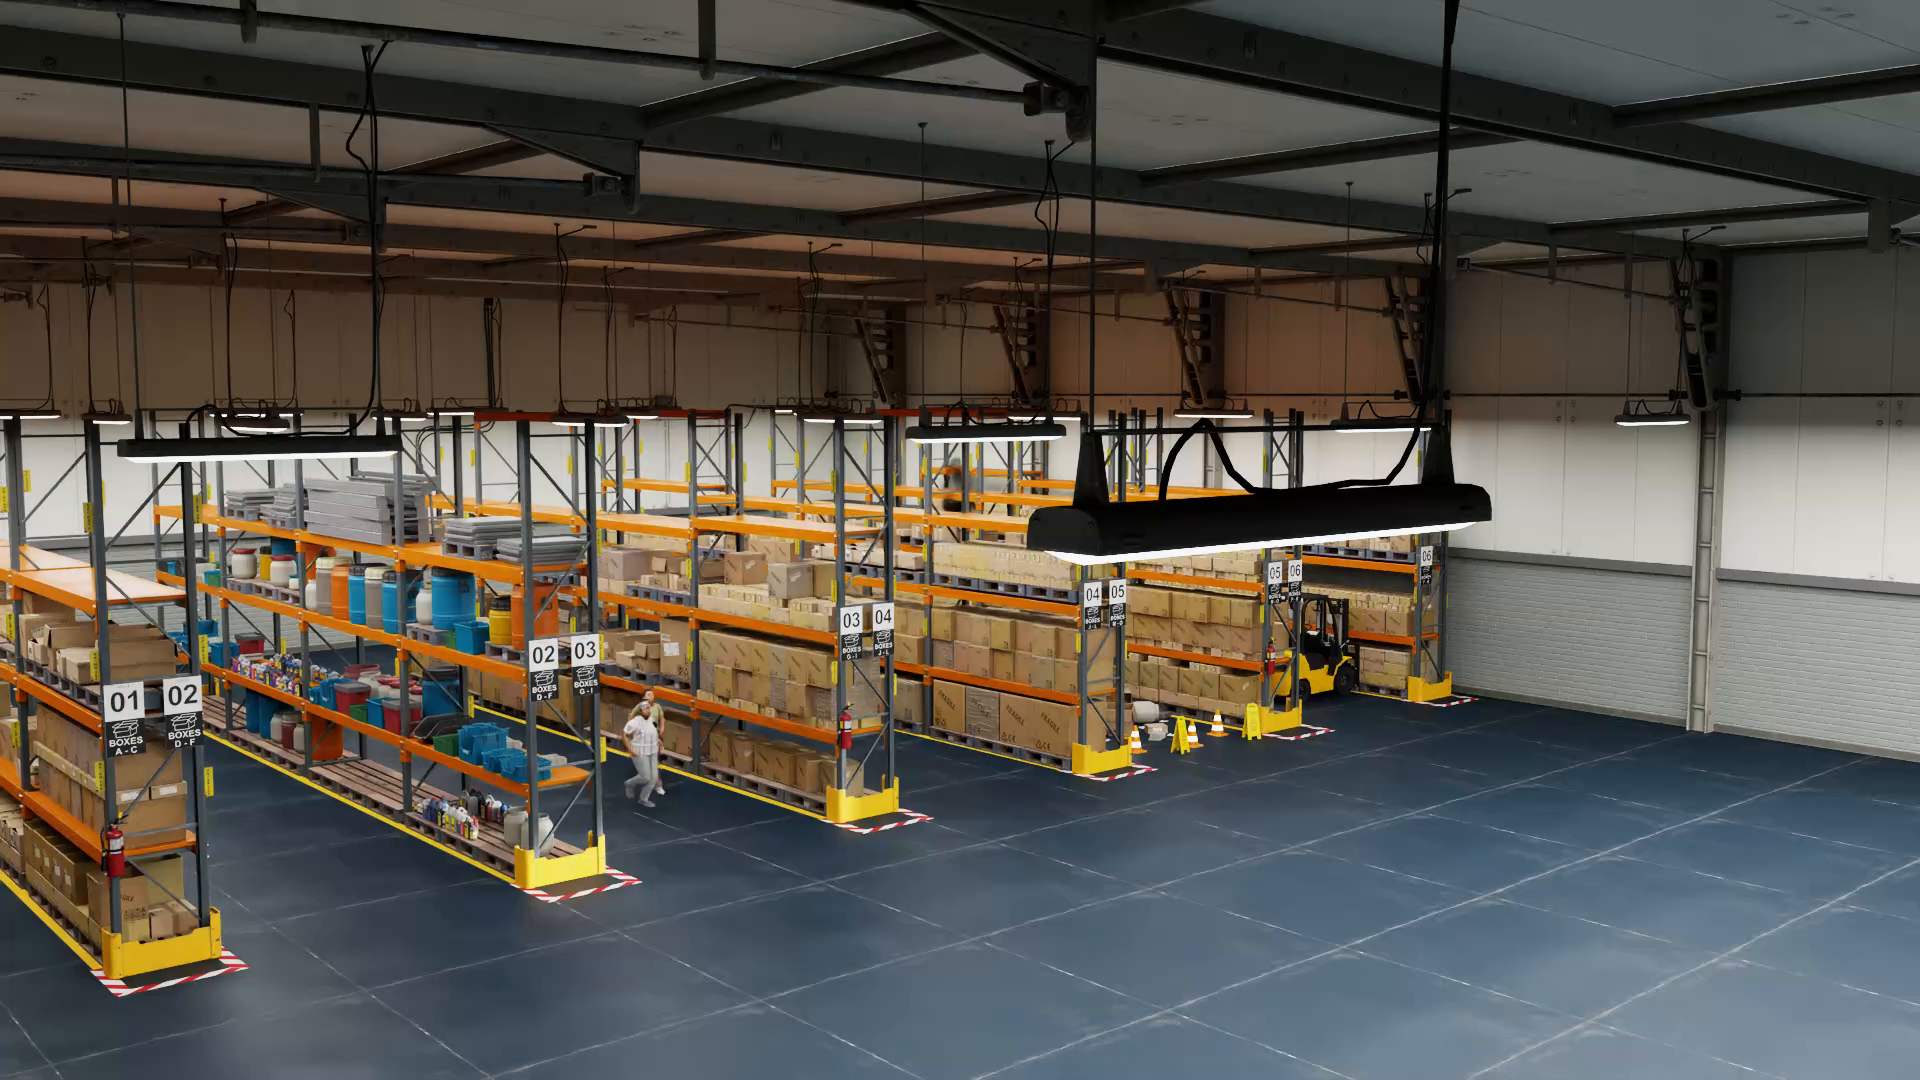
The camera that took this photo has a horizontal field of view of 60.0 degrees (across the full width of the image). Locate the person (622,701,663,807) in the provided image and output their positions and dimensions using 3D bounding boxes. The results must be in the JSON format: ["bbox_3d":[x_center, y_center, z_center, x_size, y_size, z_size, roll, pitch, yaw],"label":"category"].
[{"bbox_3d":[-4.842,3.284,25.534,0.559,1.635,0.634,4,7,40],"label":"person"}]

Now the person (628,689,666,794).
[{"bbox_3d":[-4.994,3.193,26.681,0.561,1.655,1.006,-4,7,-40],"label":"person"}]
